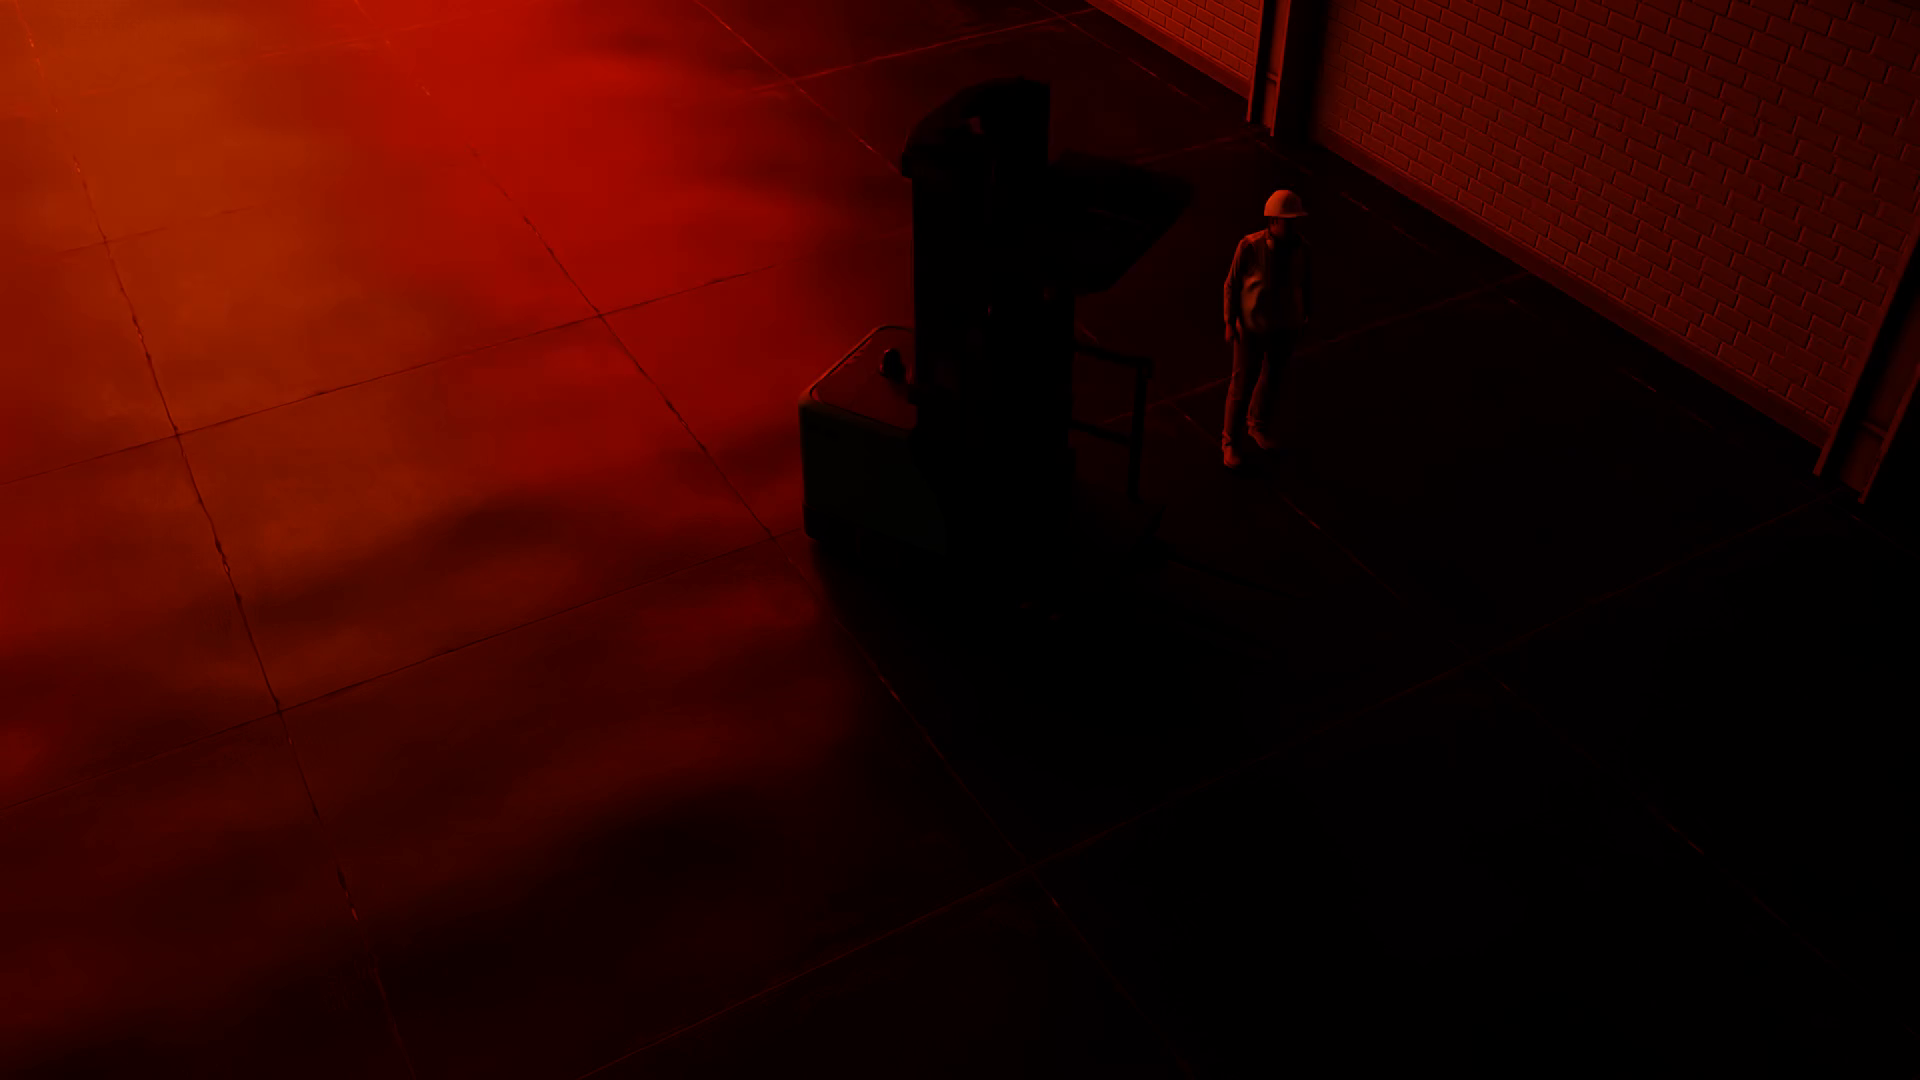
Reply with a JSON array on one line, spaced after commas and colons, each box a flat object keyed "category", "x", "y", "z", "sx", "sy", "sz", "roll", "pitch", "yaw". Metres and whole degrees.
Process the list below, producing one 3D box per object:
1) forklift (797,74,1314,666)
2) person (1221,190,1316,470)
[{"category": "forklift", "x": 0.568, "y": -0.931, "z": 9.158, "sx": 3.031, "sy": 2.935, "sz": 1.130, "roll": 20, "pitch": 44, "yaw": 22}, {"category": "person", "x": 1.980, "y": -1.342, "z": 10.550, "sx": 0.633, "sy": 1.775, "sz": 0.563, "roll": -11, "pitch": 41, "yaw": -13}]
